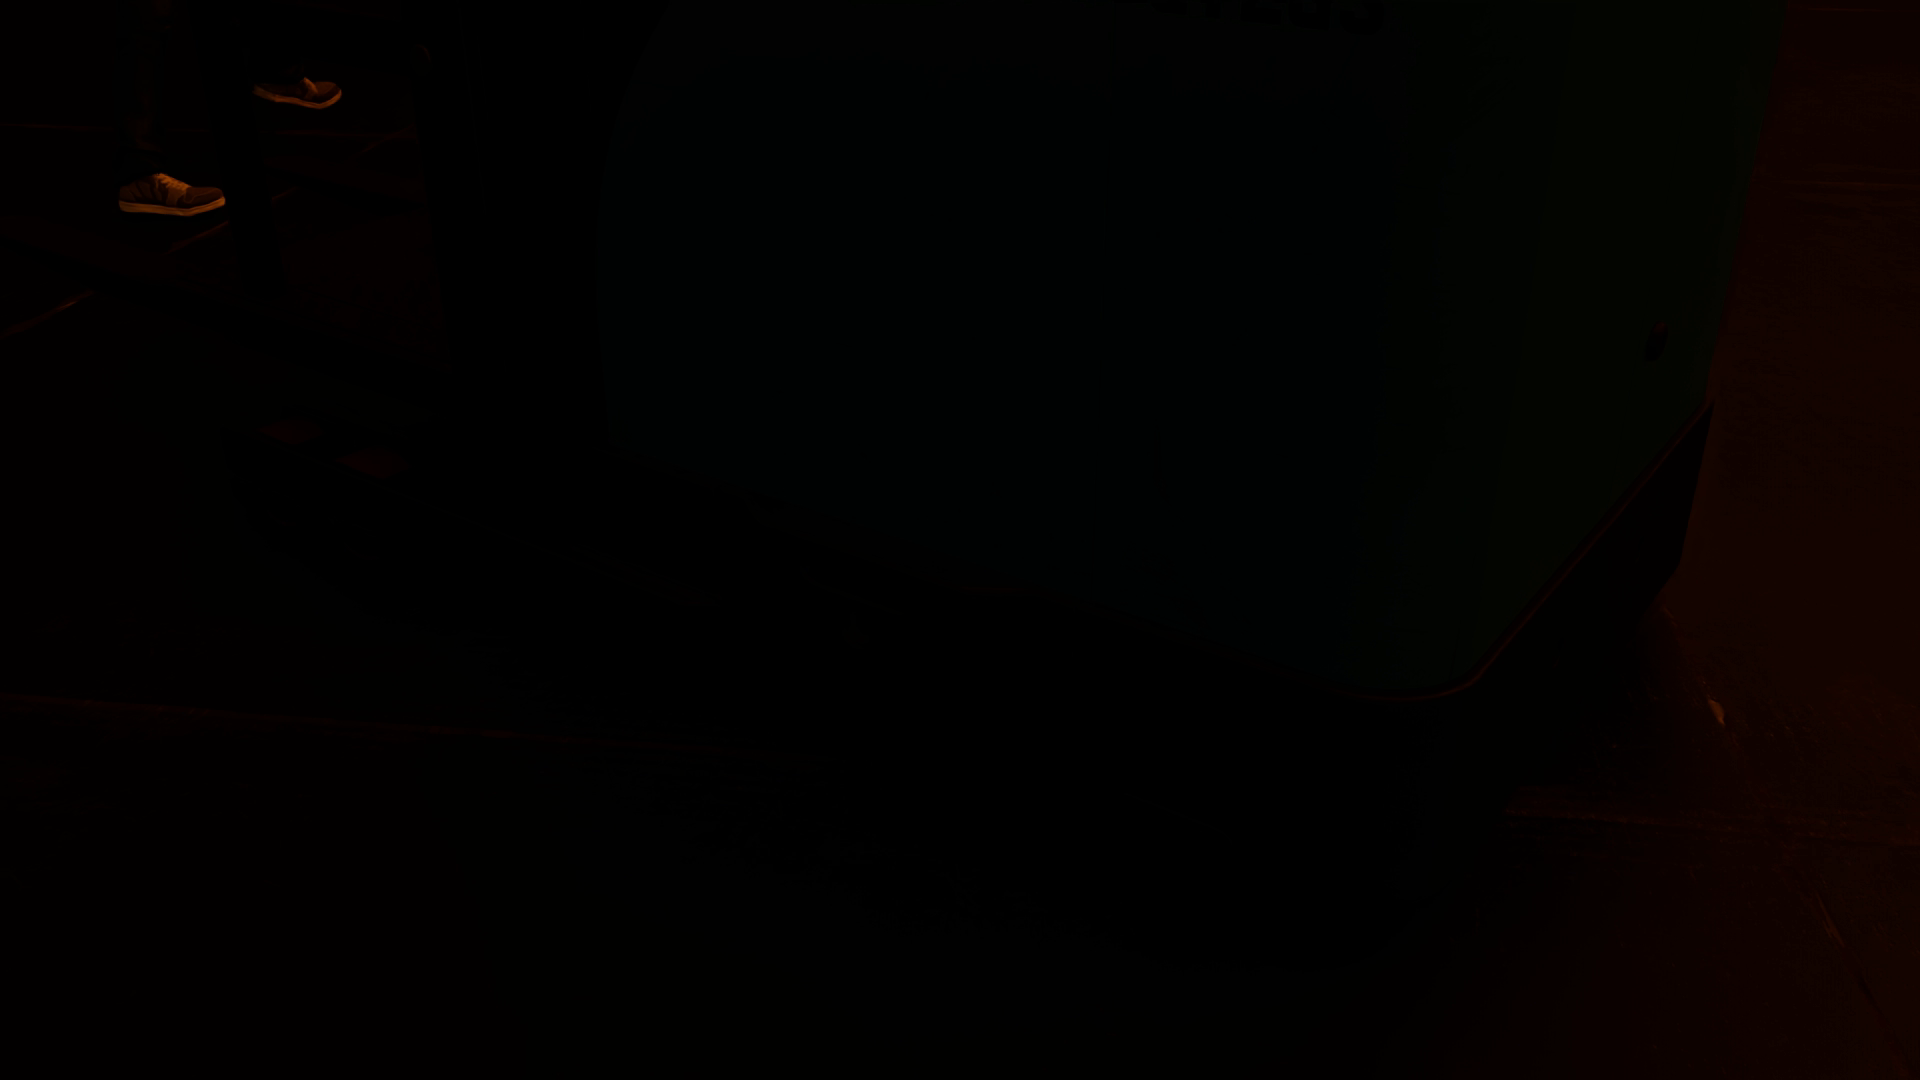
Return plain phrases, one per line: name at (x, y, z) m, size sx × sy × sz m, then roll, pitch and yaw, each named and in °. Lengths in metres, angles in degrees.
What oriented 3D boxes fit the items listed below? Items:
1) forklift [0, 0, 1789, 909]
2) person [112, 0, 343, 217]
forklift at (-0.498, -1.453, 2.130) m, size 3.031 × 2.935 × 1.130 m, roll 18°, pitch 32°, yaw 32°
person at (-1.946, -1.684, 4.299) m, size 0.753 × 1.409 × 1.158 m, roll 12°, pitch 29°, yaw 23°
